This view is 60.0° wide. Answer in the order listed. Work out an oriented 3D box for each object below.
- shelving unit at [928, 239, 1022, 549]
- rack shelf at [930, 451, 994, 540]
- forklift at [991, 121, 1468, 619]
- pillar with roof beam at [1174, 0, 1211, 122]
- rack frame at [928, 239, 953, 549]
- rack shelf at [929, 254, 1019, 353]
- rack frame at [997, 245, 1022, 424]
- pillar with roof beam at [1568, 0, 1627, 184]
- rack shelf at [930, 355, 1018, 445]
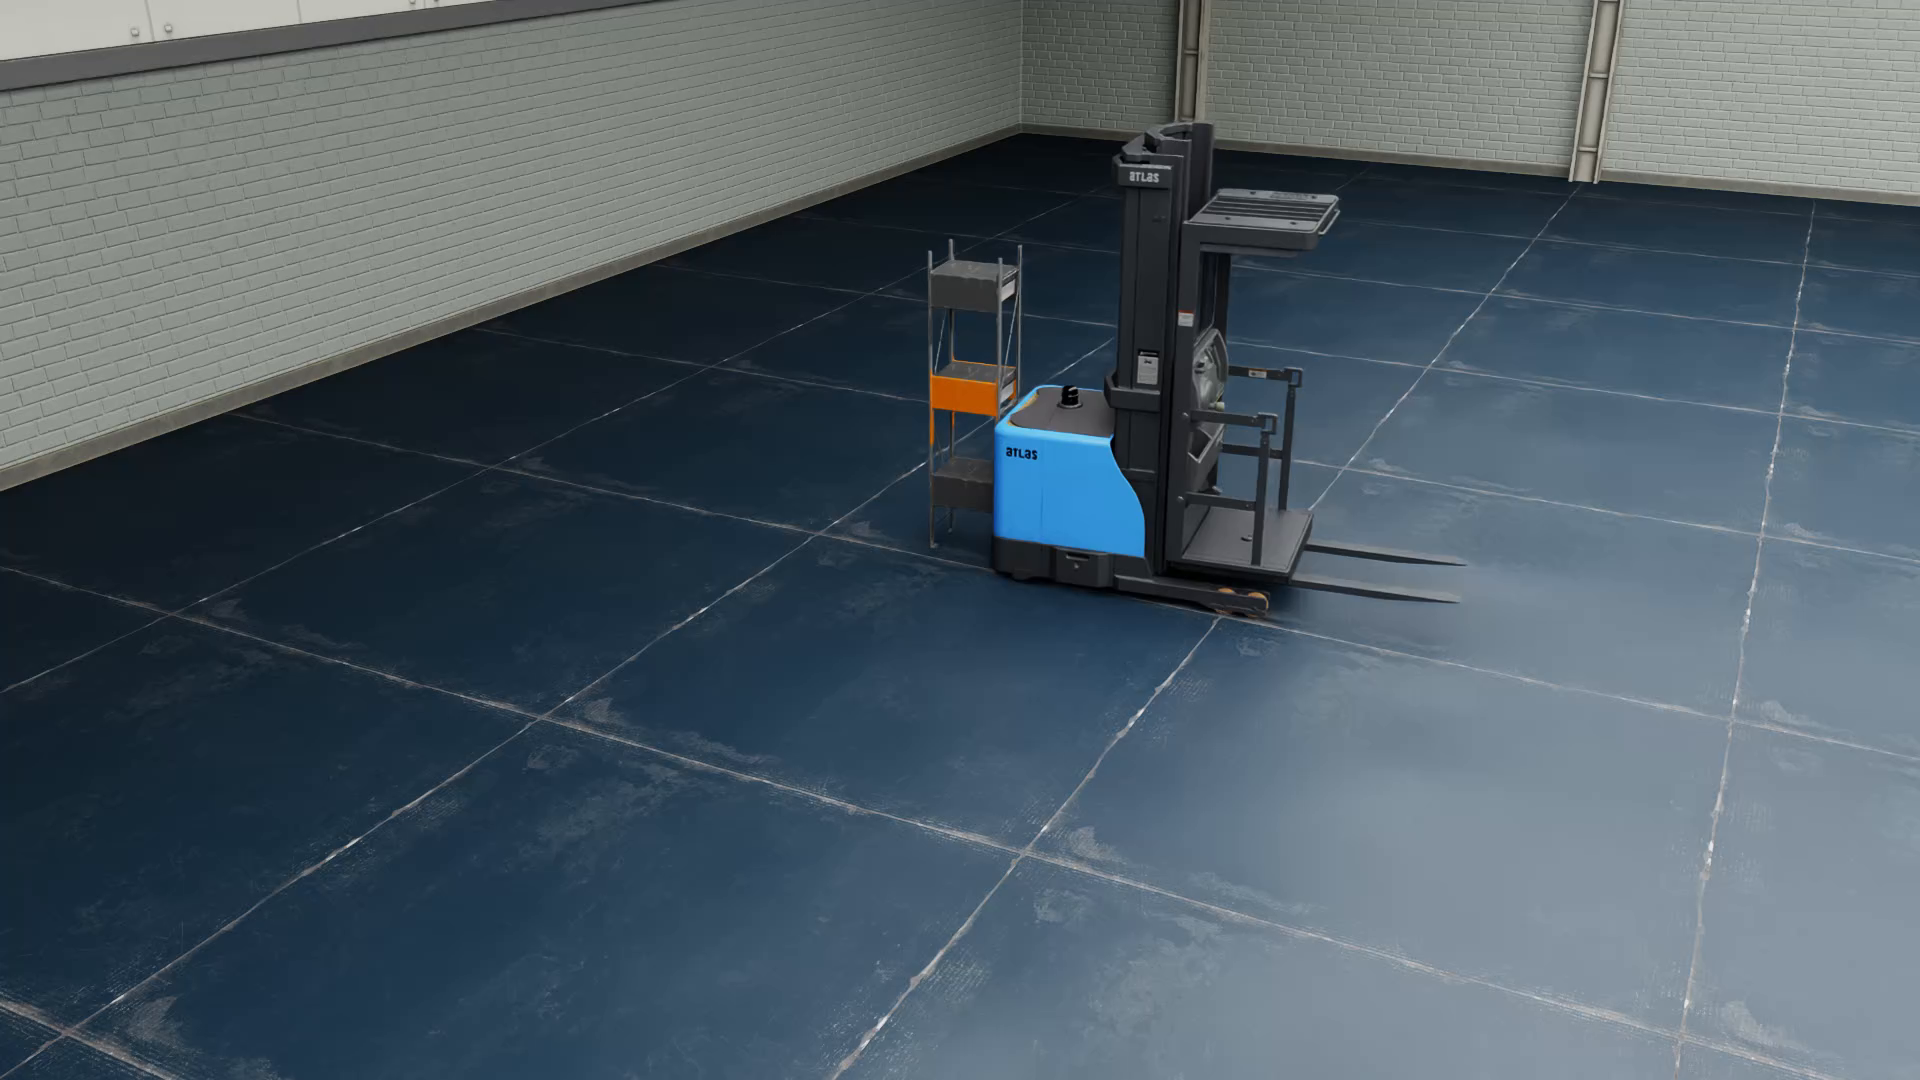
[{"bbox_3d":[0.098,-0.938,11.273,0.503,2.100,0.431,9,25,20],"label":"shelving unit"},{"bbox_3d":[0.098,-0.281,11.552,0.480,0.518,0.431,9,25,20],"label":"rack shelf"},{"bbox_3d":[1.779,-1.082,10.548,3.031,2.935,1.130,8,24,18],"label":"forklift"},{"bbox_3d":[1.671,-8.862,21.089,0.400,9.000,9.100,11,25,25],"label":"pillar with roof beam"},{"bbox_3d":[-0.128,-0.974,11.356,0.015,2.100,0.400,9,25,20],"label":"rack frame"},{"bbox_3d":[0.098,-1.570,11.004,0.480,0.518,0.431,9,25,20],"label":"rack shelf"},{"bbox_3d":[0.325,-0.903,11.189,0.015,2.100,0.400,9,25,20],"label":"rack frame"},{"bbox_3d":[7.025,-7.802,18.597,0.400,9.000,9.100,11,25,25],"label":"pillar with roof beam"},{"bbox_3d":[0.098,-0.926,11.278,0.480,0.518,0.431,9,25,20],"label":"rack shelf"}]
